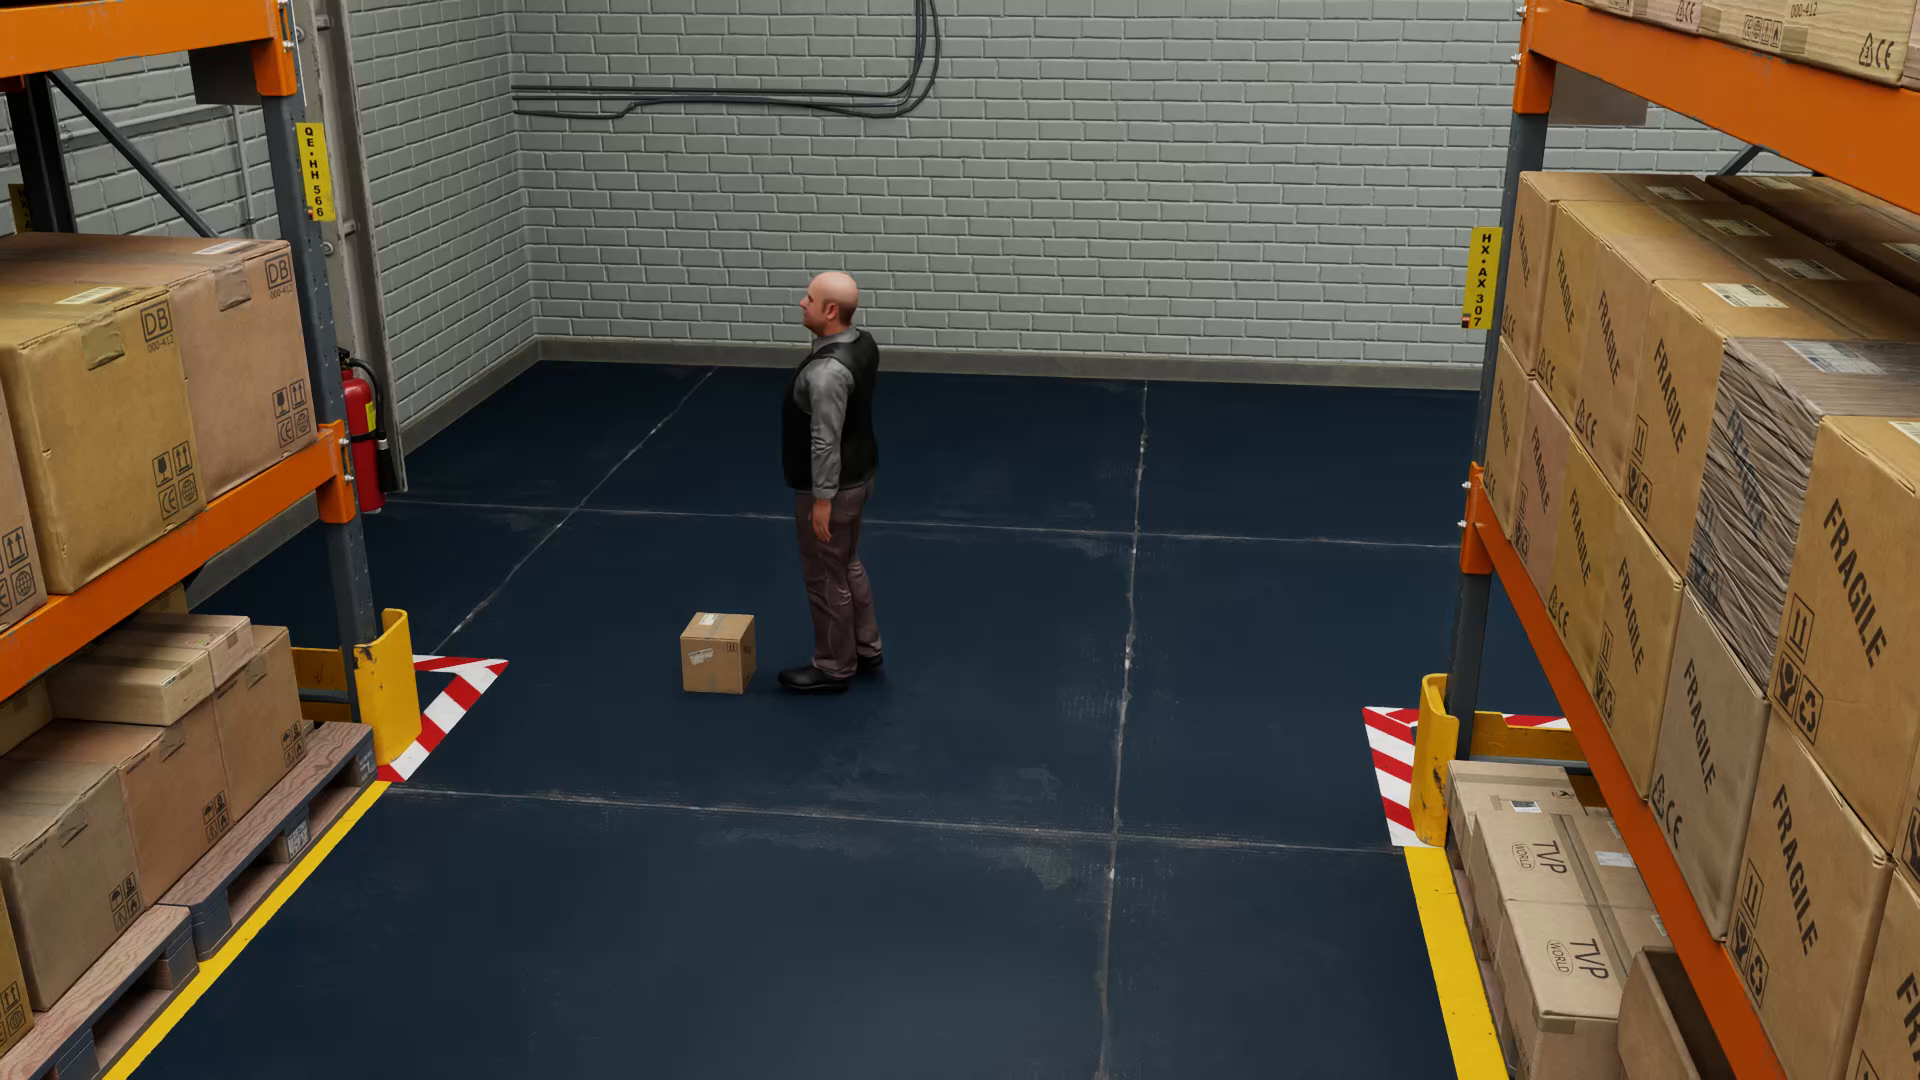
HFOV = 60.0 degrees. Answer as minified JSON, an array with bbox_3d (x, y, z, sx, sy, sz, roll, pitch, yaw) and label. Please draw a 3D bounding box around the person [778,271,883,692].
[{"bbox_3d":[-0.538,-0.209,6.623,0.405,1.745,0.566,4,21,12],"label":"person"}]
